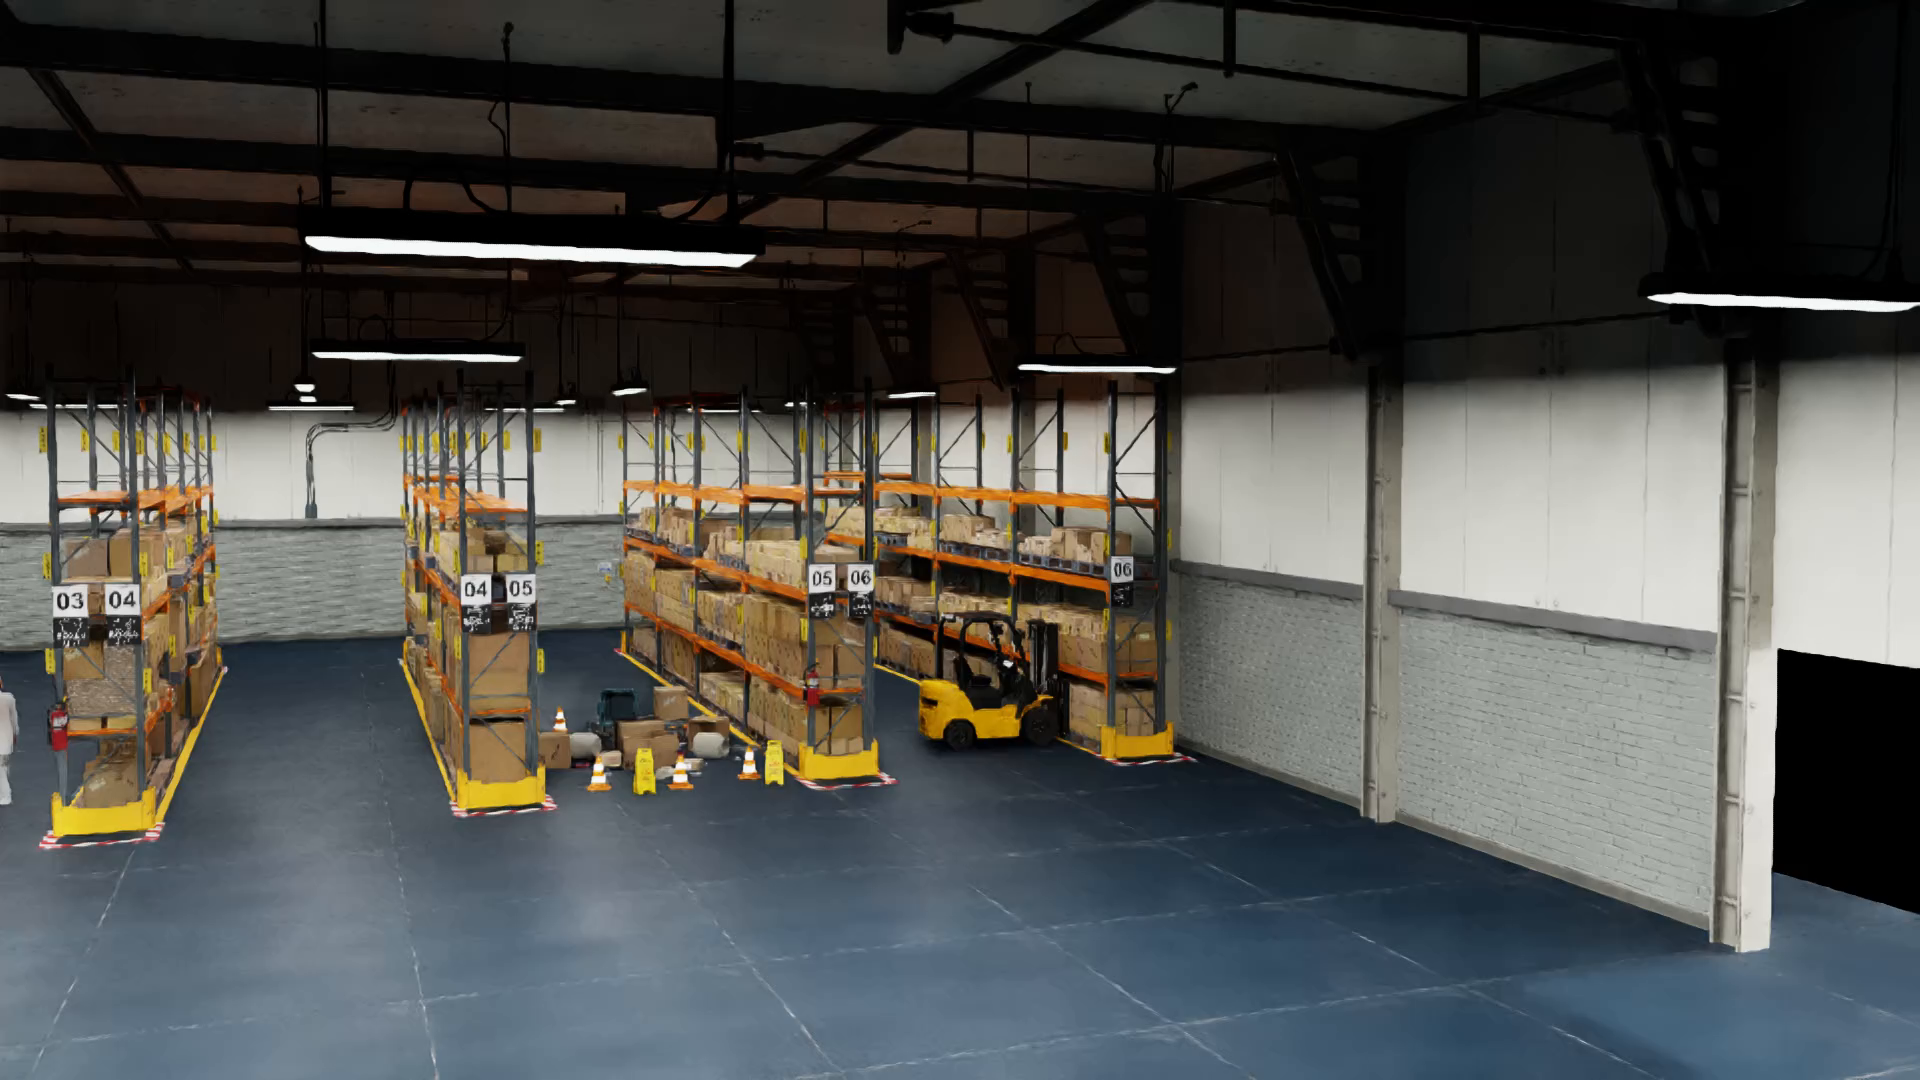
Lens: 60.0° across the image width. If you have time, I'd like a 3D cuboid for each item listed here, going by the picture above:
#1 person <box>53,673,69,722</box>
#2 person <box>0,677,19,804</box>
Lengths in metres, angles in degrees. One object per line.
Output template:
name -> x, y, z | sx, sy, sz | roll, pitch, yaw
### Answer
person -> -15.965, 2.446, 29.528 | 0.463, 1.650, 0.523 | 1, 3, 9
person -> -13.366, 2.748, 23.027 | 0.636, 1.775, 0.677 | 1, 3, 10
